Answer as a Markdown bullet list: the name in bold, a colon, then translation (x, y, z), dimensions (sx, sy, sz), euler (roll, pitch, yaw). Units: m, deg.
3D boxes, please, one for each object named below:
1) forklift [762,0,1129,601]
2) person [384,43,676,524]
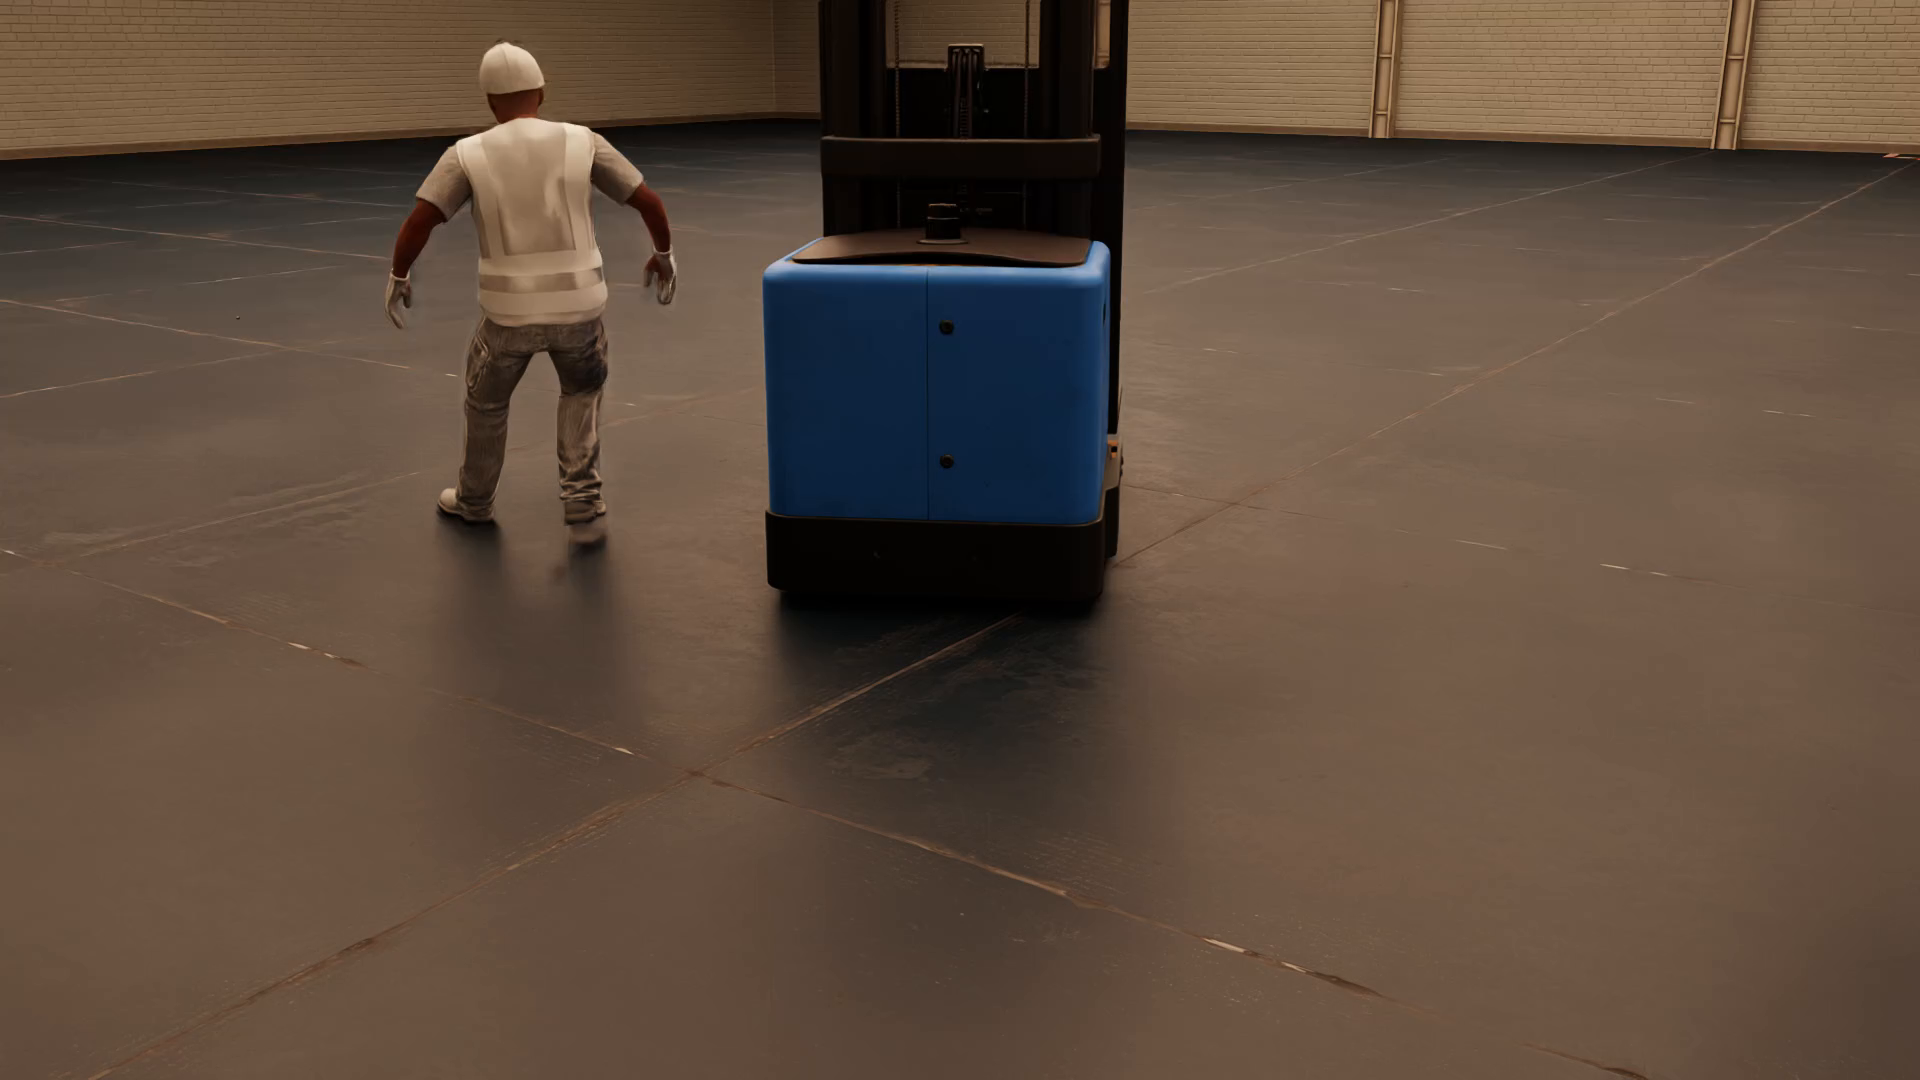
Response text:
- **forklift**: translation (0.076, -1.592, 6.157), dimensions (1.130, 2.935, 3.031), euler (2, 17, 6)
- **person**: translation (-1.513, -0.870, 5.895), dimensions (0.993, 1.711, 0.733), euler (-5, 17, -17)
